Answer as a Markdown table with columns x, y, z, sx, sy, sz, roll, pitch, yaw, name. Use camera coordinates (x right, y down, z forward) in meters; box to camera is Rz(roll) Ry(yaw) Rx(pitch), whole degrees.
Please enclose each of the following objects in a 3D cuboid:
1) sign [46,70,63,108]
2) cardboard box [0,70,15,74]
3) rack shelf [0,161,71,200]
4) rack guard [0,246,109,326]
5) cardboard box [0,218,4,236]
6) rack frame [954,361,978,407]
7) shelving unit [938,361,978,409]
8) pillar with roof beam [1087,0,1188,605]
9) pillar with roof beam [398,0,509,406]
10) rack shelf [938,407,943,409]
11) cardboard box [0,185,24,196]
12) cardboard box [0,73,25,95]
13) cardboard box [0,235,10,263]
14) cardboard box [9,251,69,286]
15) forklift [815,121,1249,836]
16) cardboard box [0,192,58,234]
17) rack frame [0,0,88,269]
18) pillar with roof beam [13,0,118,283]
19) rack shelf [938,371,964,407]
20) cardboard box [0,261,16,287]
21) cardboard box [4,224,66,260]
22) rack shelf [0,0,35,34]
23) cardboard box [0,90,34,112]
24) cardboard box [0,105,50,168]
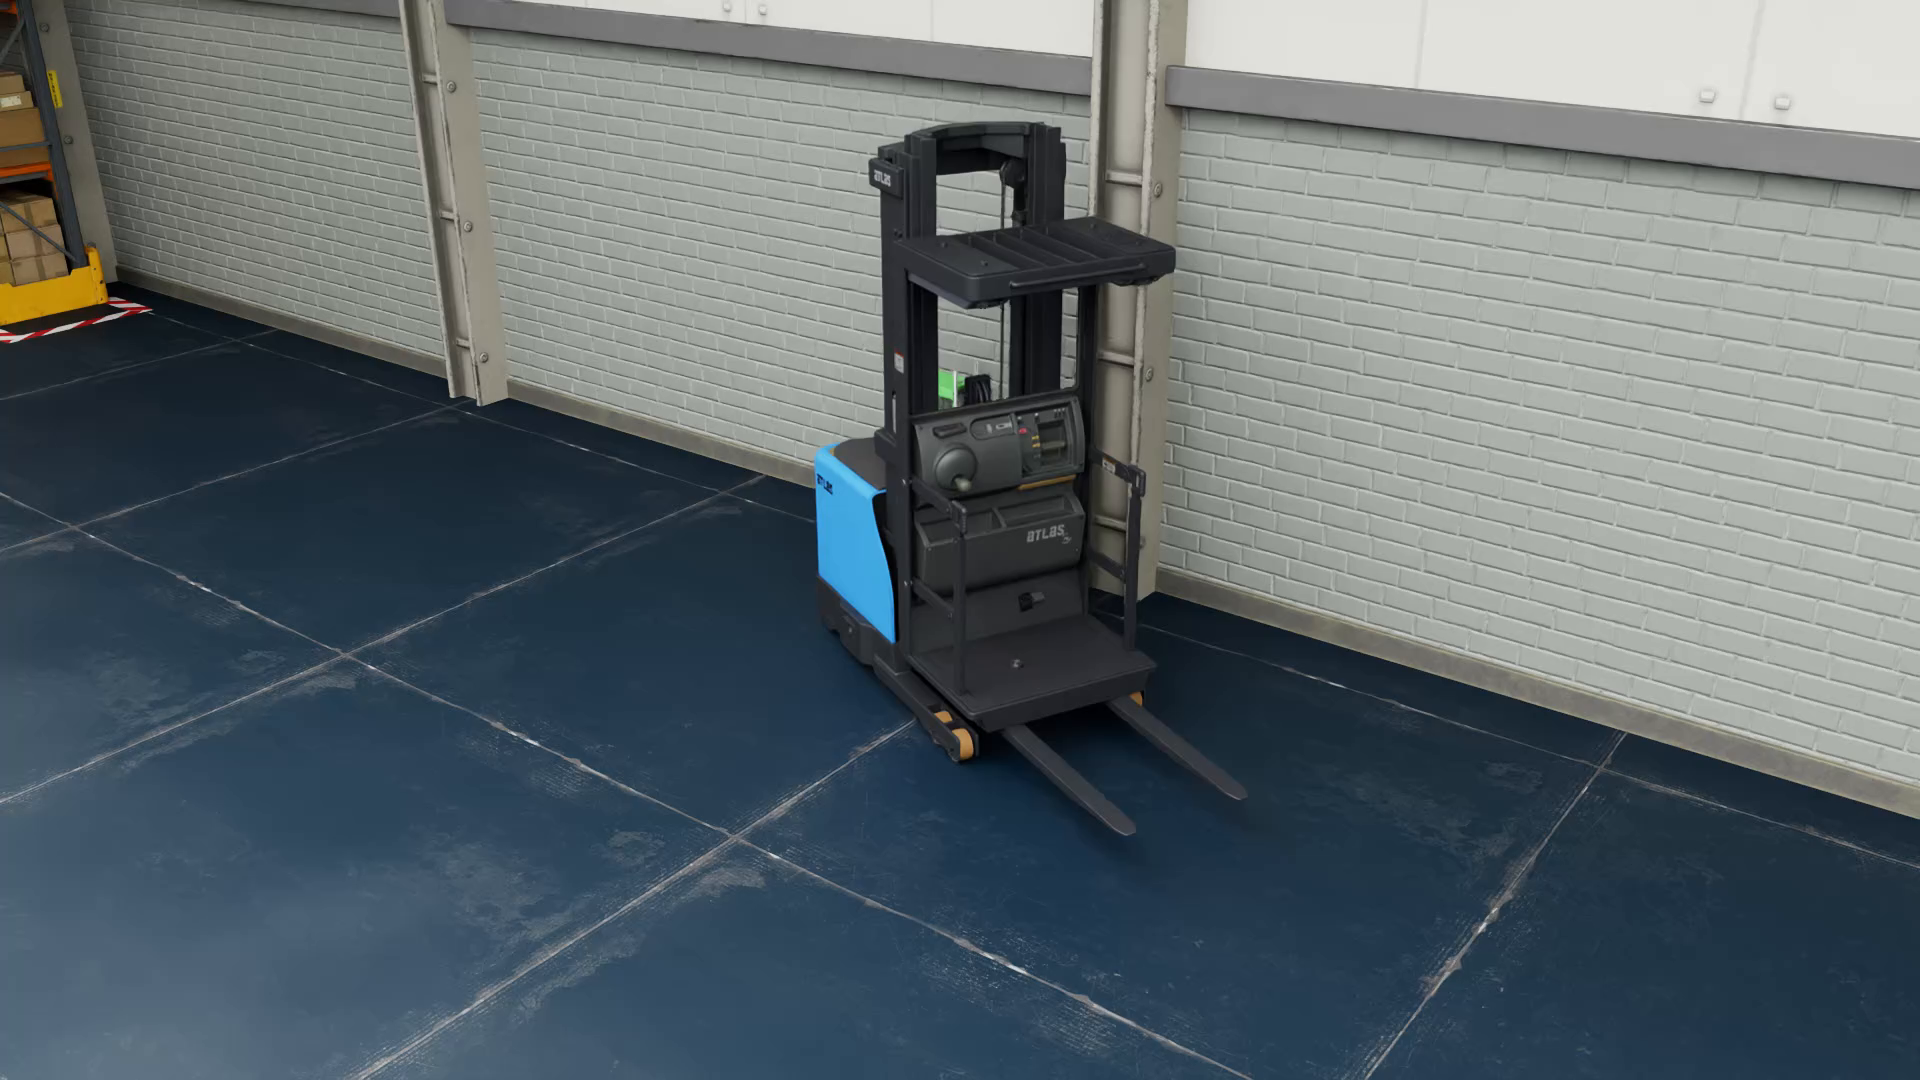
| x | y | z | sx | sy | sz | roll | pitch | yaw | name |
| --- | --- | --- | --- | --- | --- | --- | --- | --- | --- |
| -8.300 | -4.128 | 15.228 | 0.005 | 0.325 | 0.100 | 17 | 29 | 33 | sign |
| -8.954 | -4.232 | 15.337 | 0.250 | 0.149 | 0.380 | 18 | 29 | 35 | cardboard box |
| -10.238 | -3.673 | 16.258 | 4.000 | 0.370 | 1.077 | 17 | 29 | 33 | rack shelf |
| -8.619 | -2.369 | 15.506 | 0.348 | 0.500 | 1.175 | 17 | 29 | 33 | rack guard |
| -9.194 | -2.921 | 15.308 | 0.500 | 0.250 | 0.500 | 18 | 29 | 35 | cardboard box |
| 0.036 | -0.515 | 10.430 | 0.015 | 1.200 | 0.240 | 17 | 28 | 33 | rack frame |
| -0.161 | -0.574 | 10.562 | 0.503 | 1.200 | 0.258 | 17 | 28 | 33 | shelving unit |
| -1.634 | -2.432 | 5.109 | 0.400 | 9.000 | 9.100 | 17 | 29 | 33 | pillar with roof beam |
| -6.435 | -3.883 | 8.402 | 0.400 | 9.000 | 9.100 | 17 | 29 | 33 | pillar with roof beam |
| -0.160 | -0.735 | 10.492 | 0.480 | 0.148 | 0.258 | 17 | 28 | 33 | rack shelf |
| -9.311 | -3.207 | 15.957 | 0.500 | 0.250 | 0.500 | 17 | 29 | 33 | cardboard box |
| -8.779 | -4.147 | 15.145 | 0.250 | 0.149 | 0.380 | 16 | 28 | 32 | cardboard box |
| -9.215 | -2.698 | 15.422 | 0.500 | 0.250 | 0.500 | 16 | 29 | 33 | cardboard box |
| -8.914 | -2.634 | 15.898 | 0.500 | 0.250 | 0.500 | 17 | 29 | 34 | cardboard box |
| 0.309 | -0.448 | 8.131 | 1.130 | 2.935 | 3.031 | -12 | 27 | -25 | forklift |
| -8.909 | -3.087 | 15.686 | 0.500 | 0.250 | 0.500 | 16 | 29 | 33 | cardboard box |
| -8.638 | -3.518 | 15.015 | 0.127 | 3.000 | 1.000 | 17 | 29 | 33 | rack frame |
| -11.237 | -5.334 | 11.695 | 0.400 | 9.000 | 9.100 | 17 | 29 | 33 | pillar with roof beam |
| -0.160 | -0.955 | 10.396 | 0.480 | 0.148 | 0.258 | 17 | 28 | 33 | rack shelf |
| -9.204 | -2.464 | 15.511 | 0.500 | 0.250 | 0.500 | 17 | 29 | 34 | cardboard box |
| -8.890 | -2.862 | 15.794 | 0.500 | 0.250 | 0.500 | 17 | 29 | 34 | cardboard box |
| -10.238 | -5.045 | 15.653 | 4.000 | 0.370 | 1.077 | 17 | 29 | 33 | rack shelf |
| -8.754 | -4.027 | 15.240 | 0.250 | 0.149 | 0.380 | 16 | 28 | 32 | cardboard box |
| -8.868 | -3.774 | 15.470 | 0.500 | 0.500 | 0.500 | 18 | 29 | 35 | cardboard box |
